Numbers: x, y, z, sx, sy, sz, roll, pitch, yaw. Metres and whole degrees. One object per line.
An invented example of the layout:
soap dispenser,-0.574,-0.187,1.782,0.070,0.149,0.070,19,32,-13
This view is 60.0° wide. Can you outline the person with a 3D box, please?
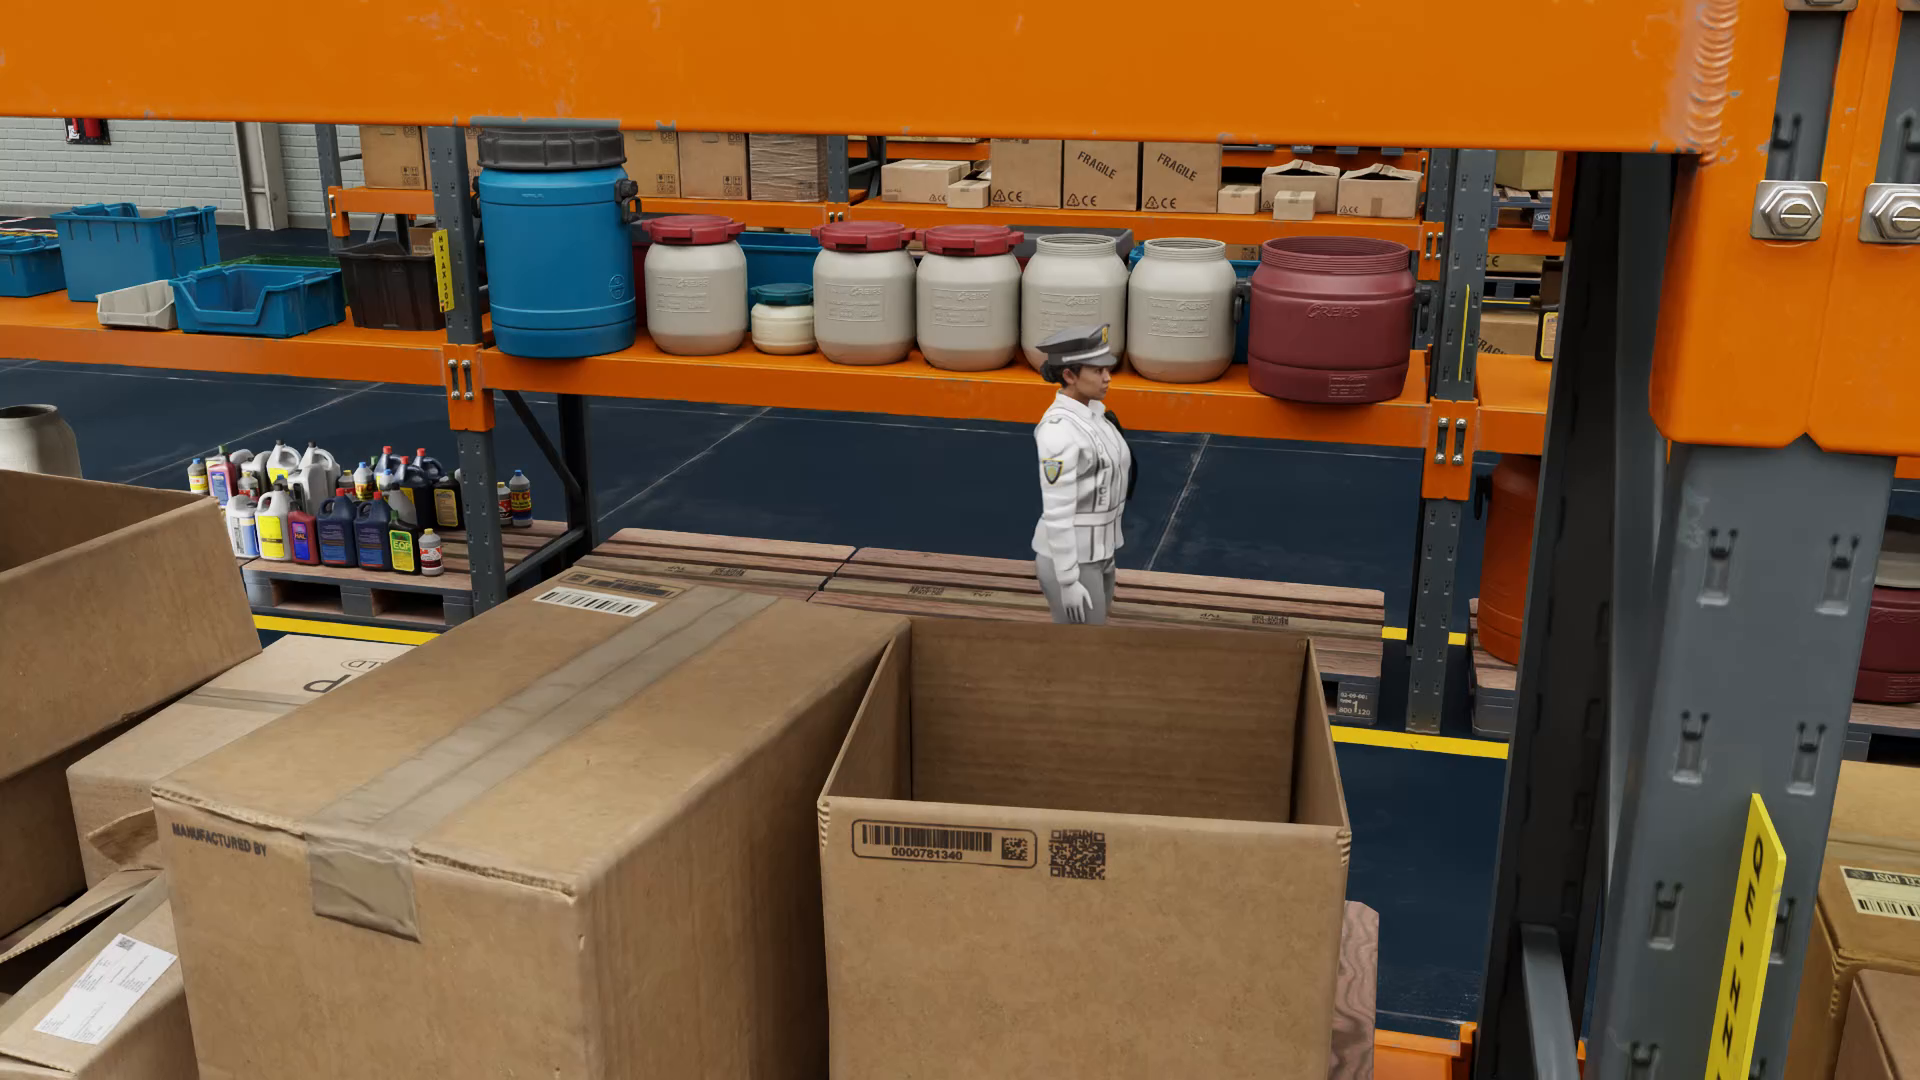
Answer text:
person,0.437,0.085,5.778,0.528,1.698,0.501,7,20,20
